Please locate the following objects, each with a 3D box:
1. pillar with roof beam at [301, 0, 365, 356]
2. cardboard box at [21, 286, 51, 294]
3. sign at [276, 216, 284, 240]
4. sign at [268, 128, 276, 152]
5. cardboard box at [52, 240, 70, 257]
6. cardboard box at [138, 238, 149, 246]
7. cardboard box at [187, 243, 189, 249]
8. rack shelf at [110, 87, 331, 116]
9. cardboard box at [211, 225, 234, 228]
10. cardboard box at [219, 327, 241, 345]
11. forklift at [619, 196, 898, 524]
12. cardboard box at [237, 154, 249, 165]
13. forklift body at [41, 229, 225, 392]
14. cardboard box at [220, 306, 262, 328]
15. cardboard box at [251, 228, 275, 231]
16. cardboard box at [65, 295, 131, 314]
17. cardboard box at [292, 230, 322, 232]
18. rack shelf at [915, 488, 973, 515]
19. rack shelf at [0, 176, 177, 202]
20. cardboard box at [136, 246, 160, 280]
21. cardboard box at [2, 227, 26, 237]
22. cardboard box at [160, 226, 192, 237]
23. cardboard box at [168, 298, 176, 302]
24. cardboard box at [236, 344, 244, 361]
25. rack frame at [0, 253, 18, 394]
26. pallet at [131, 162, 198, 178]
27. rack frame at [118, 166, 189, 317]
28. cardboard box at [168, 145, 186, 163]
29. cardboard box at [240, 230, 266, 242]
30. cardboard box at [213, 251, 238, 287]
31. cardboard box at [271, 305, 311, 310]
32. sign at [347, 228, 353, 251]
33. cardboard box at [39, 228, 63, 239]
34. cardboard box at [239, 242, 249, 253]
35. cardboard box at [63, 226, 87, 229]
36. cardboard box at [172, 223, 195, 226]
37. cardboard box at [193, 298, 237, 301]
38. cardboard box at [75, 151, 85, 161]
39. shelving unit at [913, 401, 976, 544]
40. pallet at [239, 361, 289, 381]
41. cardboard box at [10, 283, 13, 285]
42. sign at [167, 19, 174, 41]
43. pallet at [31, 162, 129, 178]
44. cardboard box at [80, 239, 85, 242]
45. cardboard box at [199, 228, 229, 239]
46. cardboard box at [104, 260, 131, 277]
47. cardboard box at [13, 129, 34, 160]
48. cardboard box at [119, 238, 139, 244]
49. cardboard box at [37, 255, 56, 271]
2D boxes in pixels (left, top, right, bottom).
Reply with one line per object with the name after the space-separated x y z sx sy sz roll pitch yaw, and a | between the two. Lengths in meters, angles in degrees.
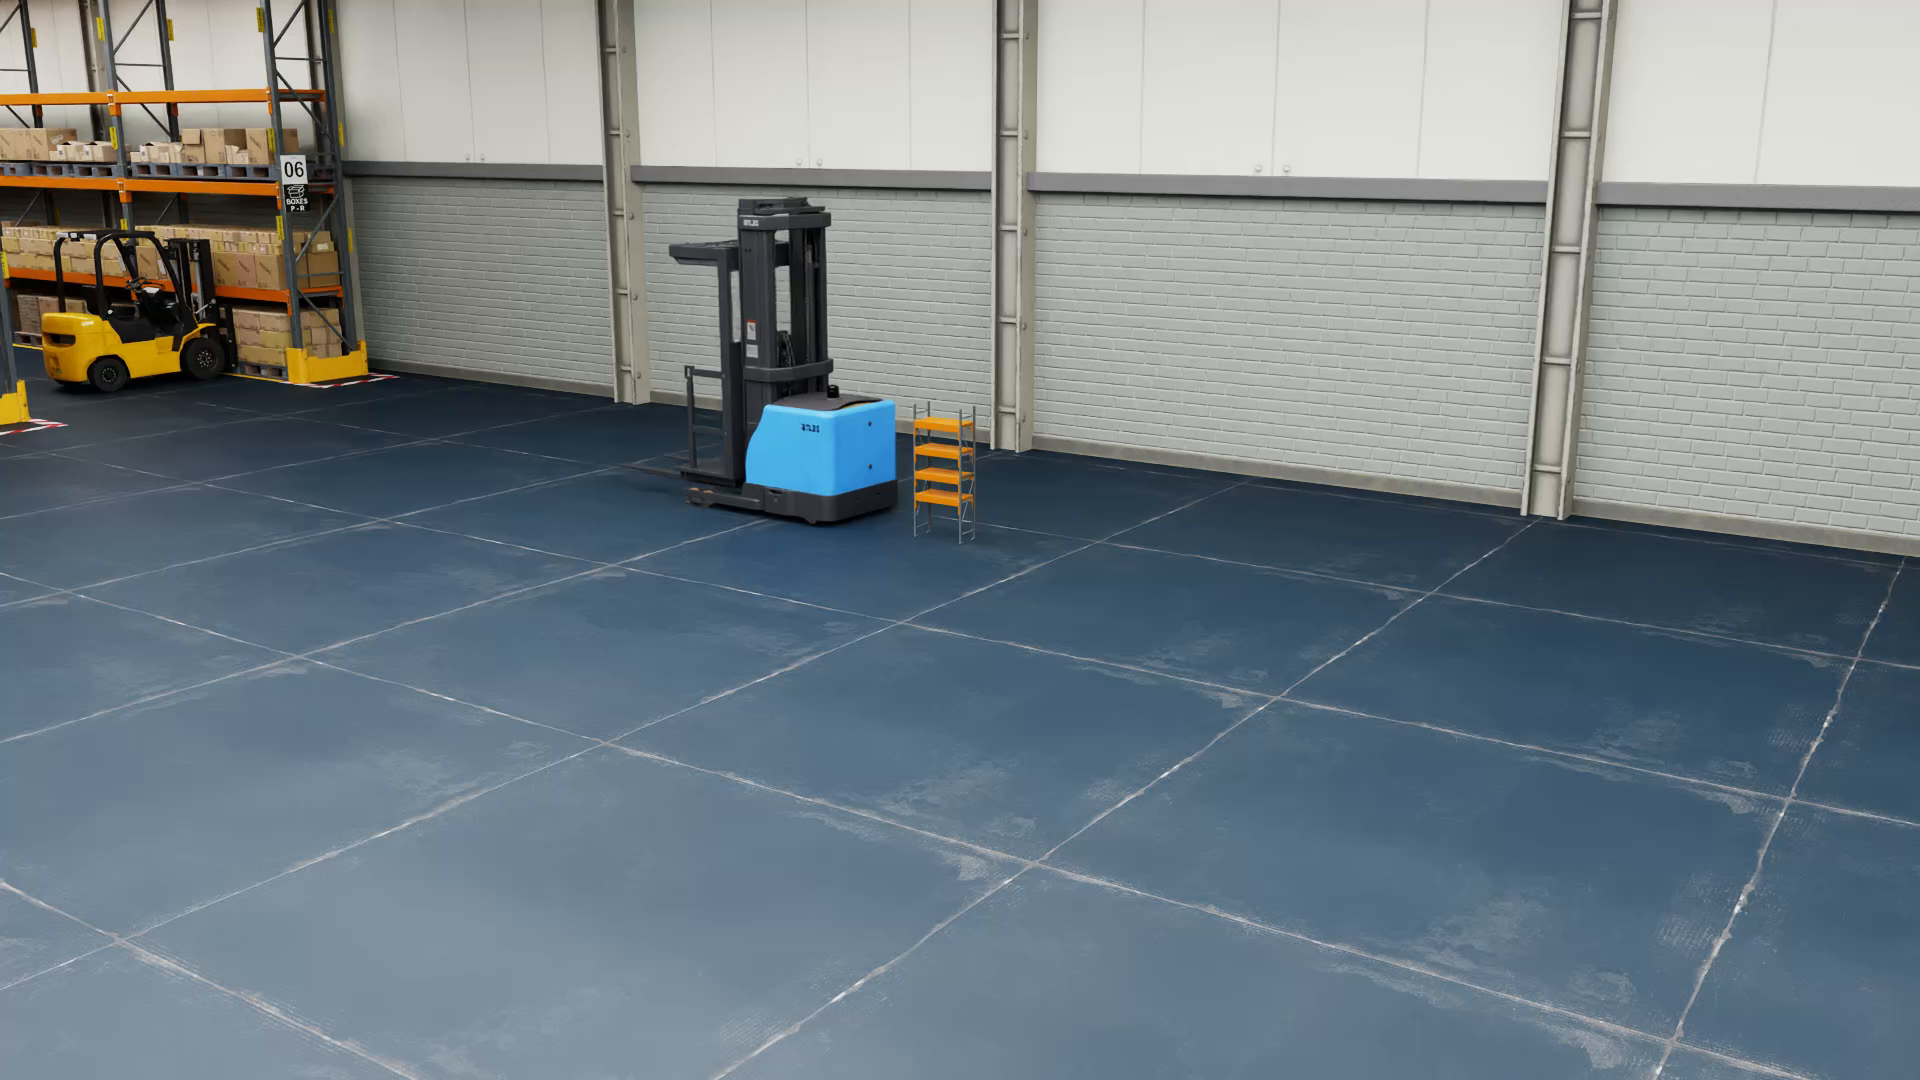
-11.767 -6.168 21.011 0.400 9.000 9.100 9 17 33 | pillar with roof beam
-16.186 -4.351 29.136 0.250 0.149 0.380 10 17 36 | cardboard box
-9.604 -4.411 23.499 0.005 0.325 0.100 9 17 33 | sign
-9.604 -5.582 23.209 0.005 0.325 0.100 9 17 33 | sign
-14.419 -4.771 27.124 0.500 0.250 0.500 9 17 34 | cardboard box
-12.491 -4.645 25.789 0.250 0.149 0.380 9 16 32 | cardboard box
-11.445 -4.468 25.072 0.250 0.149 0.380 9 16 31 | cardboard box
-10.949 -6.478 24.593 4.000 0.370 1.077 9 17 33 | rack shelf
-11.316 -4.768 25.664 0.250 0.149 0.380 9 16 32 | cardboard box
-10.718 -3.090 24.871 0.500 0.250 0.500 9 16 32 | cardboard box
-2.081 -1.829 16.112 3.031 2.935 1.130 10 17 35 | forklift
-10.146 -5.478 23.908 0.250 0.149 0.380 9 16 31 | cardboard box
-11.881 -3.319 23.756 1.214 2.155 2.313 9 17 33 | forklift body
-10.697 -3.328 24.791 0.500 0.250 0.500 9 17 34 | cardboard box
-10.467 -4.632 25.115 0.250 0.149 0.380 9 16 31 | cardboard box
-14.312 -3.702 27.604 0.625 0.625 0.875 8 16 31 | cardboard box
-9.635 -4.484 24.519 0.250 0.149 0.380 10 17 35 | cardboard box
-0.137 -0.347 14.833 0.480 0.148 0.258 9 17 33 | rack shelf
-14.268 -5.752 27.073 4.000 0.370 1.077 9 17 33 | rack shelf
-12.386 -4.314 25.800 0.500 0.500 0.500 9 16 31 | cardboard box
-15.827 -5.176 27.930 0.250 0.149 0.380 10 17 34 | cardboard box
-12.026 -4.734 25.526 0.250 0.149 0.380 9 16 32 | cardboard box
-12.382 -3.604 25.908 0.500 0.250 0.500 9 16 32 | cardboard box
-10.673 -2.847 24.932 0.500 0.250 0.500 9 17 33 | cardboard box
-12.057 -2.851 20.096 0.127 3.000 1.000 9 17 33 | rack frame
-11.886 -5.681 25.472 1.213 0.211 1.003 9 17 33 | pallet
-12.609 -4.377 26.263 0.127 3.000 1.000 9 17 33 | rack frame
-11.546 -5.761 24.808 0.258 0.266 0.396 9 16 31 | cardboard box
-10.324 -4.459 24.418 0.250 0.149 0.380 9 17 33 | cardboard box
-10.695 -4.043 24.705 0.500 0.500 0.500 9 16 32 | cardboard box
-9.999 -3.364 24.937 0.500 0.250 0.500 9 17 33 | cardboard box
-8.975 -4.409 24.426 0.005 0.325 0.100 9 17 33 | sign
-14.929 -5.050 27.425 0.250 0.149 0.380 9 17 33 | cardboard box
-10.343 -4.306 24.416 0.250 0.149 0.380 9 17 32 | cardboard box
-14.842 -5.195 28.009 0.250 0.149 0.380 9 16 32 | cardboard box
-12.175 -4.902 26.208 0.250 0.149 0.380 9 17 33 | cardboard box
-11.663 -3.639 26.050 0.500 0.250 0.500 9 16 32 | cardboard box
-13.690 -6.051 26.222 0.250 0.149 0.380 9 17 33 | cardboard box
-0.137 -0.605 14.769 0.503 1.200 0.258 9 17 33 | shelving unit
-9.947 -2.581 24.812 1.213 0.211 1.003 9 17 33 | pallet
-17.060 -4.490 29.696 0.250 0.149 0.380 9 16 32 | cardboard box
-12.278 -7.927 25.845 0.005 0.325 0.100 9 17 33 | sign
-14.385 -6.055 27.193 1.213 0.211 1.003 10 17 35 | pallet
-13.888 -4.873 26.708 0.250 0.149 0.380 9 16 31 | cardboard box
-11.180 -4.596 24.971 0.250 0.149 0.380 9 17 33 | cardboard box
-13.173 -4.320 26.344 0.500 0.250 0.500 10 17 34 | cardboard box
-14.988 -6.477 27.214 0.500 0.500 0.700 9 16 32 | cardboard box
-13.016 -4.742 26.179 0.250 0.149 0.380 10 17 35 | cardboard box
-14.850 -4.596 27.461 0.500 0.250 0.500 9 16 31 | cardboard box
